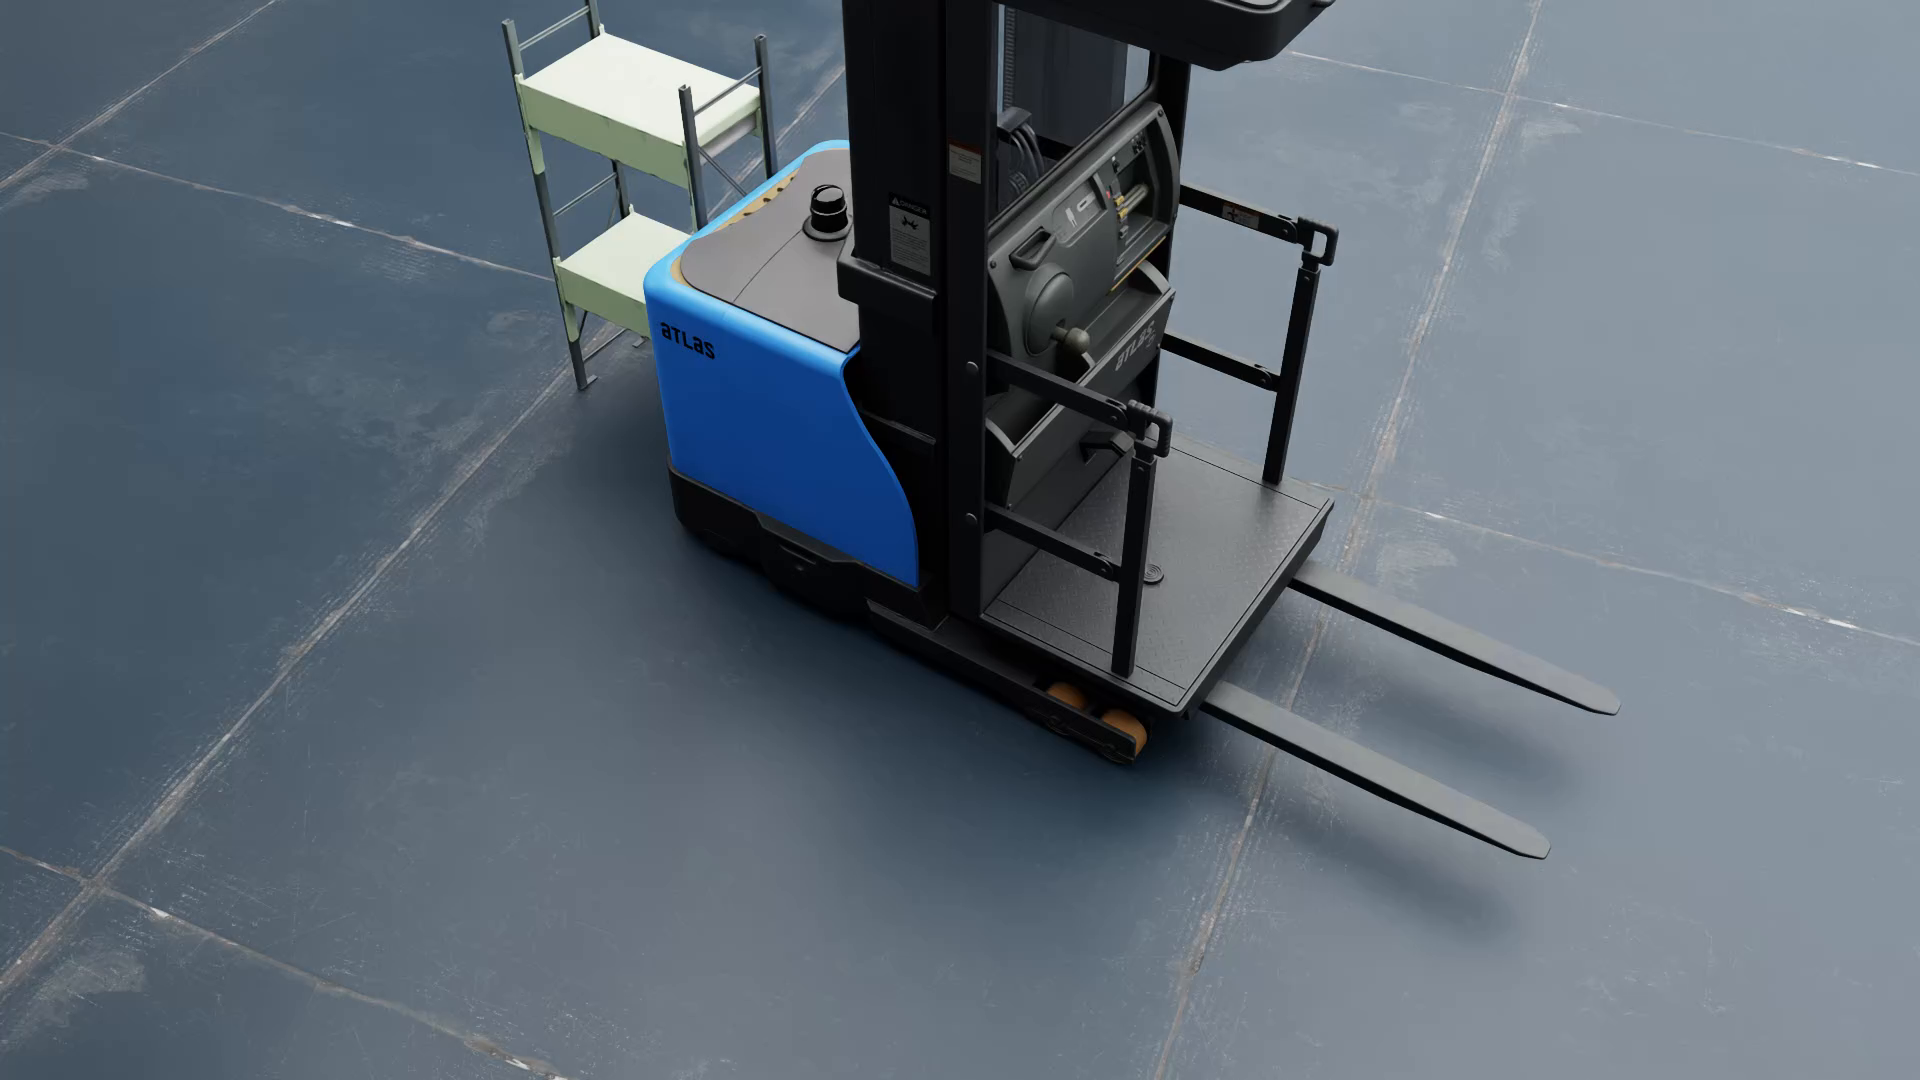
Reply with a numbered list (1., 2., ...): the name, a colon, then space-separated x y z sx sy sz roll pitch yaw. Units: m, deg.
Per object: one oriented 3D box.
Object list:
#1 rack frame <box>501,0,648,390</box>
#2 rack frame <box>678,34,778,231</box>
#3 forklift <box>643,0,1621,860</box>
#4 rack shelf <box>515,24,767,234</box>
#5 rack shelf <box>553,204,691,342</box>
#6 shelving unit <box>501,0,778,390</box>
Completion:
1. rack frame: -1.335 -1.221 5.914 0.023 1.500 0.400 25 50 23
2. rack frame: -0.726 -0.935 5.626 0.023 1.500 0.400 25 50 23
3. forklift: 0.525 -0.793 4.469 3.031 2.935 1.130 25 50 23
4. rack shelf: -1.031 -1.355 5.495 0.720 0.370 0.431 25 50 23
5. rack shelf: -1.031 -0.847 6.000 0.720 0.370 0.431 25 50 23
6. shelving unit: -1.031 -1.078 5.770 0.755 1.500 0.431 25 50 23
